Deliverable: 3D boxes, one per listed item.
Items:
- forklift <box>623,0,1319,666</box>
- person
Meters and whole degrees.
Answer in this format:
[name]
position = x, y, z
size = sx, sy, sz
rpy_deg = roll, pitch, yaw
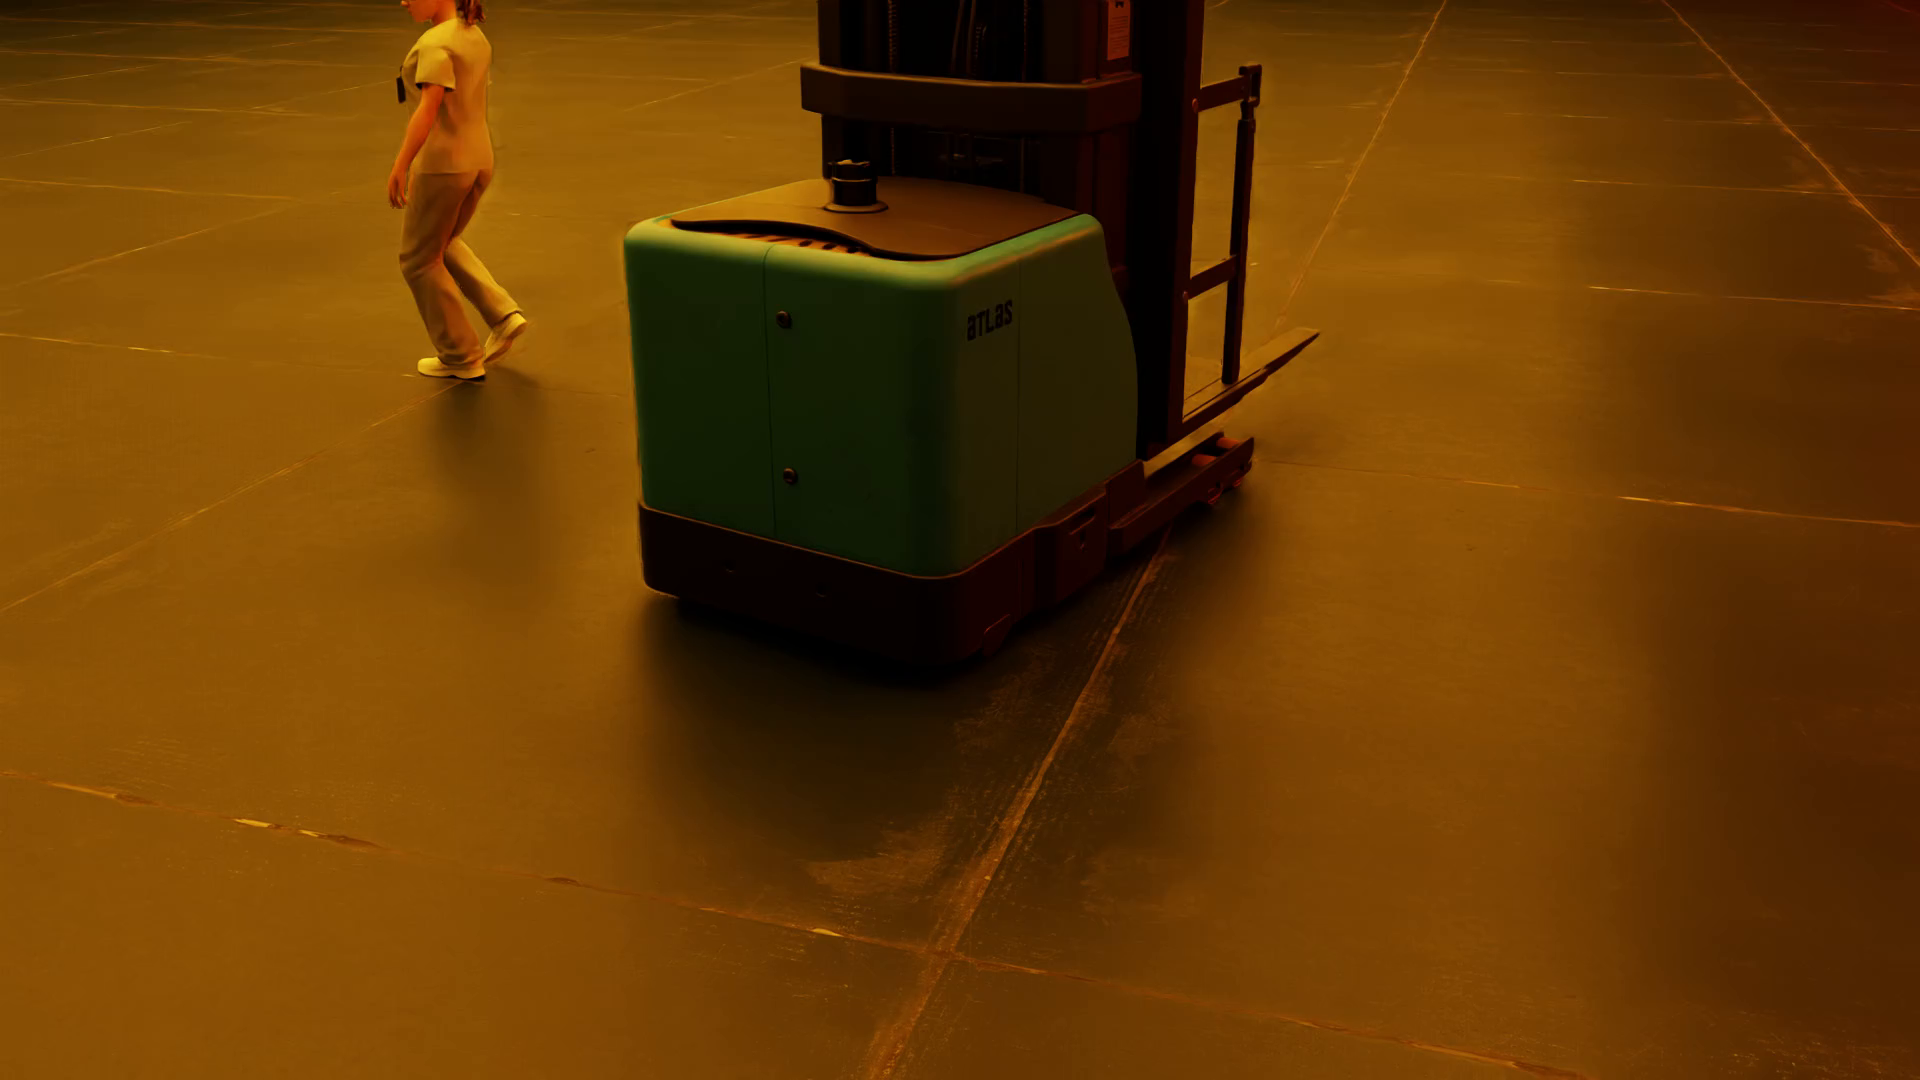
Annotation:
[forklift]
position = 0.322, -1.553, 5.040
size = 1.130, 2.935, 3.031
rpy_deg = 13, 26, 29
[person]
position = -2.011, -1.411, 6.393
size = 0.462, 1.645, 0.667
rpy_deg = 7, 23, 16
